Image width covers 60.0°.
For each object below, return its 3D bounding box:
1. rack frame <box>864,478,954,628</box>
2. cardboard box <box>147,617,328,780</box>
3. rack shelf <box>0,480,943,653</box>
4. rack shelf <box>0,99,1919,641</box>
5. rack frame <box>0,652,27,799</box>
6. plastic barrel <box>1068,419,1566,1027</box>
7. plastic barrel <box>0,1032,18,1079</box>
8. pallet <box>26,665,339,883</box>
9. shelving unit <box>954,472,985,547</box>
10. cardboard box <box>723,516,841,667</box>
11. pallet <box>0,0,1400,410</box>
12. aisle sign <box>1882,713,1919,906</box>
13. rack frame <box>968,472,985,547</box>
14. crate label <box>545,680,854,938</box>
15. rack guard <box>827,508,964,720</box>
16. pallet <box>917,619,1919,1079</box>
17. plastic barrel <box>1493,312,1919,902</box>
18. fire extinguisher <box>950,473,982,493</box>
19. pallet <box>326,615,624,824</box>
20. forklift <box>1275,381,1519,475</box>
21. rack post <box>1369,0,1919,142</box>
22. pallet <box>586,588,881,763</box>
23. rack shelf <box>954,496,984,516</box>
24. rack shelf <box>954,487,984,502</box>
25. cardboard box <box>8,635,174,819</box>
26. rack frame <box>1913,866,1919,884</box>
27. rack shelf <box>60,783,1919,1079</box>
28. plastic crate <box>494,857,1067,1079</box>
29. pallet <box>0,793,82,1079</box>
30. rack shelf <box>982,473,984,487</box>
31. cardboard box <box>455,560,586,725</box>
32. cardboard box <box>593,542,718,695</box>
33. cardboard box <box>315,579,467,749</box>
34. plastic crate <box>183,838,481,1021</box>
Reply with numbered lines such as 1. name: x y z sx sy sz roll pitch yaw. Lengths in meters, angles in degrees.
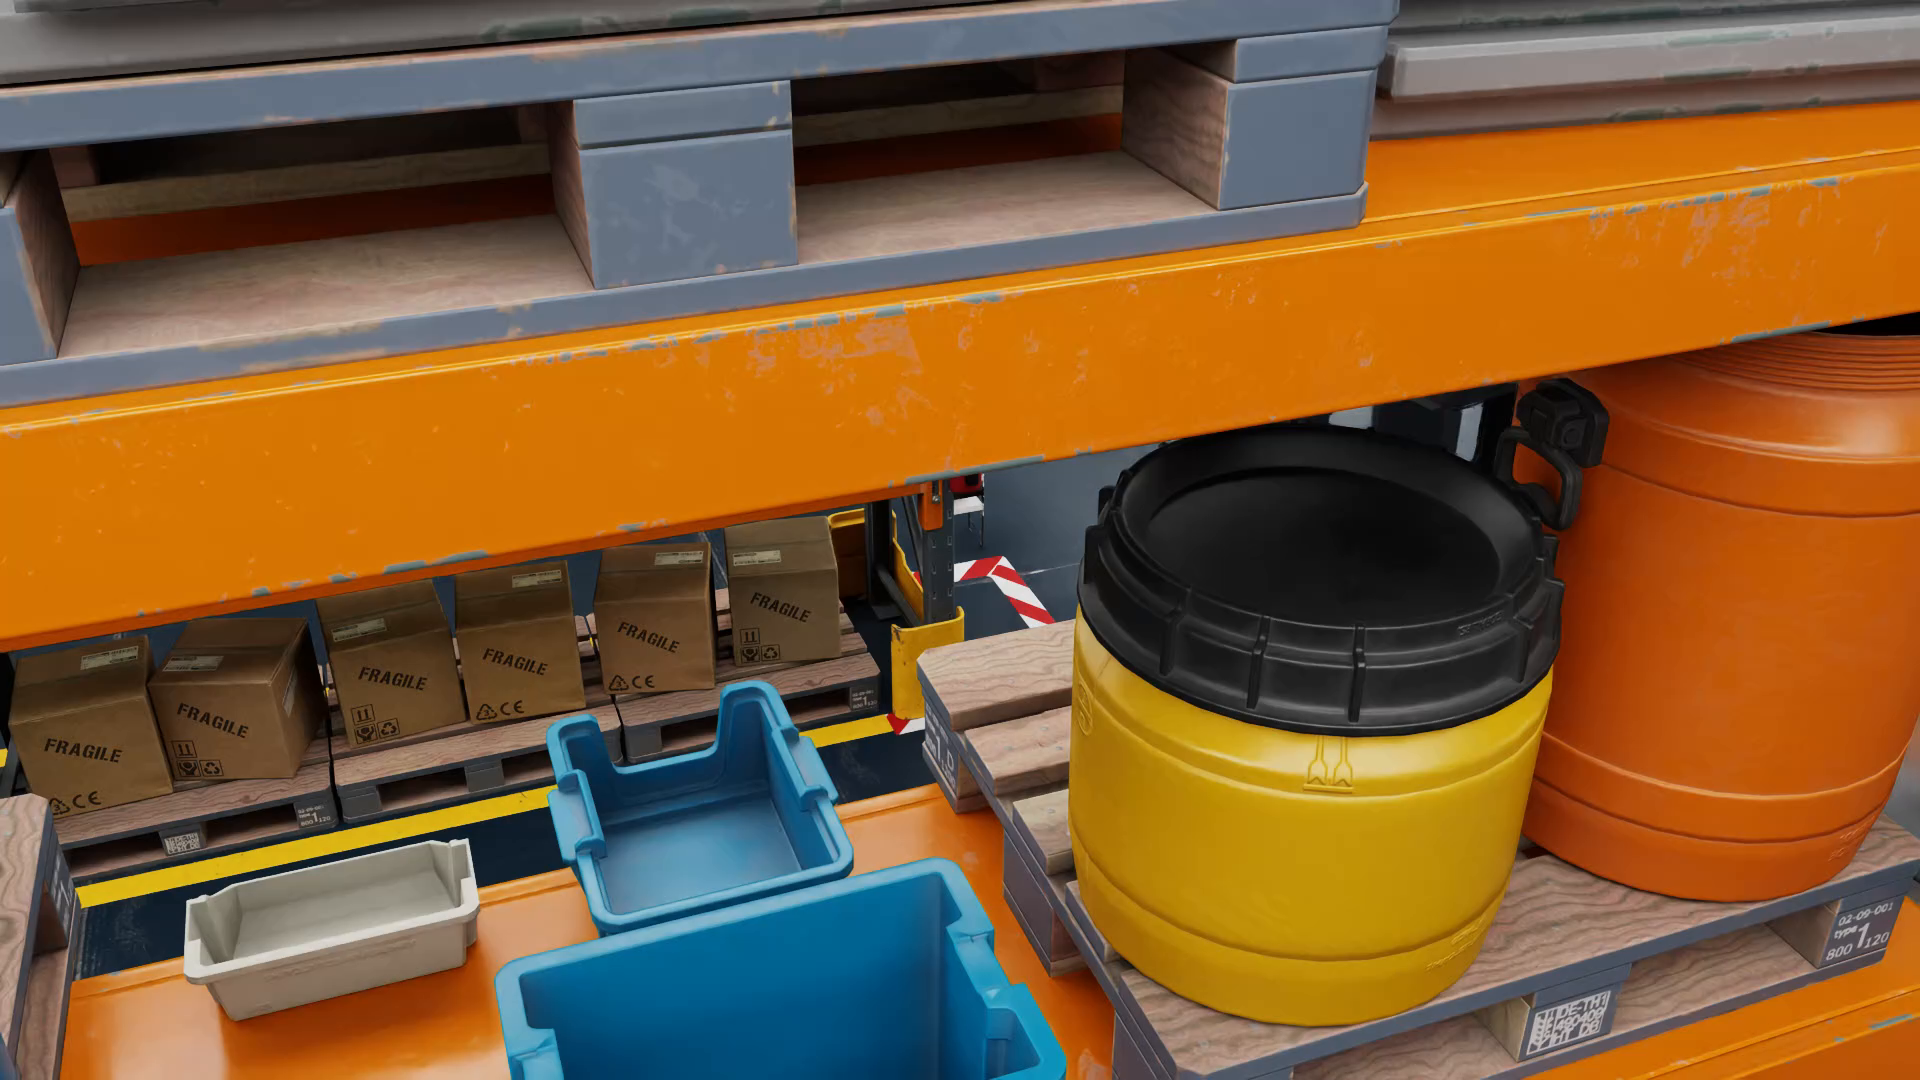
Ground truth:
1. rack frame: -0.256 -0.765 7.563 0.127 3.000 1.000 -10 31 -18
2. cardboard box: -3.082 0.676 7.134 0.500 0.500 0.500 -1 30 -2
3. rack shelf: -2.131 -0.107 7.135 4.000 0.370 1.077 -10 31 -18
4. rack shelf: -0.403 -0.242 1.716 4.000 0.370 1.077 -10 31 -18
5. rack frame: -4.005 -0.075 6.351 0.127 3.000 1.000 -10 31 -18
6. plastic barrel: 0.447 0.221 2.188 0.600 0.588 0.600 0 30 0
7. plastic barrel: -1.308 0.397 1.561 0.708 0.901 0.600 -10 31 -18
8. pallet: -3.388 1.004 7.274 1.213 0.211 1.003 -10 31 -18
9. shelving unit: -0.008 -0.390 9.025 0.210 0.900 0.258 -10 31 -18
10. cardboard box: -0.847 0.238 7.902 0.500 0.500 0.500 -5 30 -8
11. pallet: -0.370 -0.495 1.624 1.213 0.211 1.003 -10 31 -18
12. aisle sign: 1.642 0.529 2.666 0.004 0.787 0.394 -10 31 -18
13. rack frame: 0.088 -0.407 9.056 0.006 0.900 0.240 -10 31 -18
14. crate label: -0.398 0.464 2.526 0.408 0.251 0.502 -10 31 -18
15. rack guard: -0.327 0.334 8.159 0.348 0.500 1.175 -10 31 -18
16. pallet: 0.662 0.409 2.663 1.213 0.211 1.003 -10 31 -18
17. plastic barrel: 1.060 0.003 2.326 0.708 0.830 0.600 -10 31 -18
18. fire extinguisher: 0.012 -0.538 7.242 0.183 0.674 0.296 -10 31 -18
19. pallet: -2.243 0.792 7.647 1.213 0.211 1.003 -10 31 -18
20. forklift: 1.763 0.062 6.181 1.130 2.935 3.031 -16 33 -26
21. rack post: 0.718 -0.785 2.043 0.954 0.300 0.937 -7 30 -12
22. pallet: -1.101 0.583 8.013 1.213 0.211 1.003 -10 31 -18
23. rack shelf: -0.008 -0.204 9.130 0.200 0.077 0.258 -10 31 -18
24. rack shelf: -0.008 -0.282 9.086 0.200 0.077 0.258 -10 31 -18
25. cardboard box: -3.616 0.778 6.955 0.500 0.500 0.500 -11 32 -19
26. rack frame: 1.471 1.533 3.530 0.127 3.000 1.000 -10 31 -18
27. rack shelf: -0.403 0.887 2.359 4.000 0.370 1.077 -10 31 -18
28. plastic crate: -0.211 0.705 1.968 0.575 0.384 0.392 -10 31 -18
29. pallet: -1.636 0.832 1.920 1.003 0.211 1.213 -10 31 -18
30. rack shelf: -0.008 -0.361 9.041 0.200 0.077 0.258 -10 31 -18
31. cardboard box: -1.989 0.457 7.519 0.500 0.500 0.500 -8 31 -13
32. cardboard box: -1.395 0.358 7.693 0.500 0.500 0.500 -3 30 -5
33. cardboard box: -2.528 0.532 7.386 0.500 0.500 0.500 -13 32 -22
34. plastic crate: -0.915 0.570 2.456 0.396 0.136 0.243 -10 31 -18
